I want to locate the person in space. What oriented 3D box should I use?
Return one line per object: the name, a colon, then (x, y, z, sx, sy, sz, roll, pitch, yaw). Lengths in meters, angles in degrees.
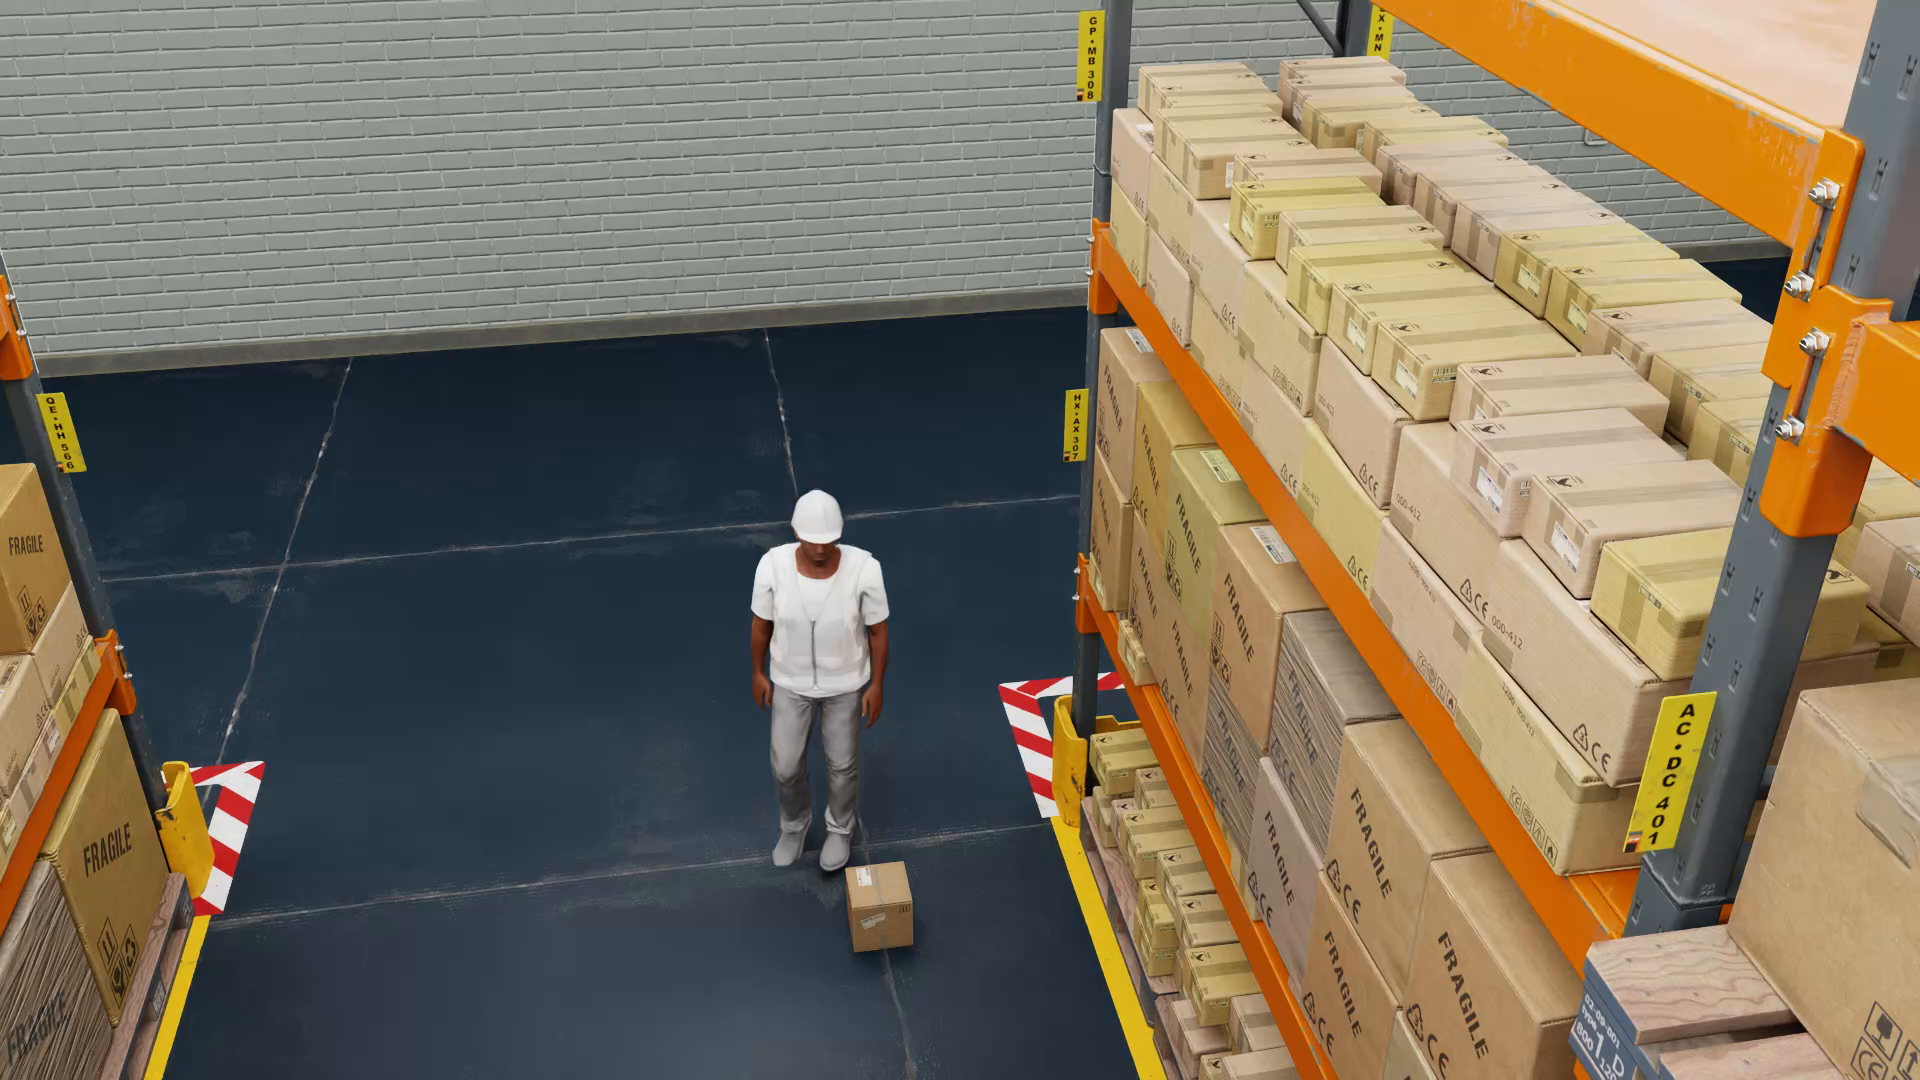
person: (-0.599, 0.632, 7.073, 0.602, 1.825, 0.426, 1, 31, 1)
